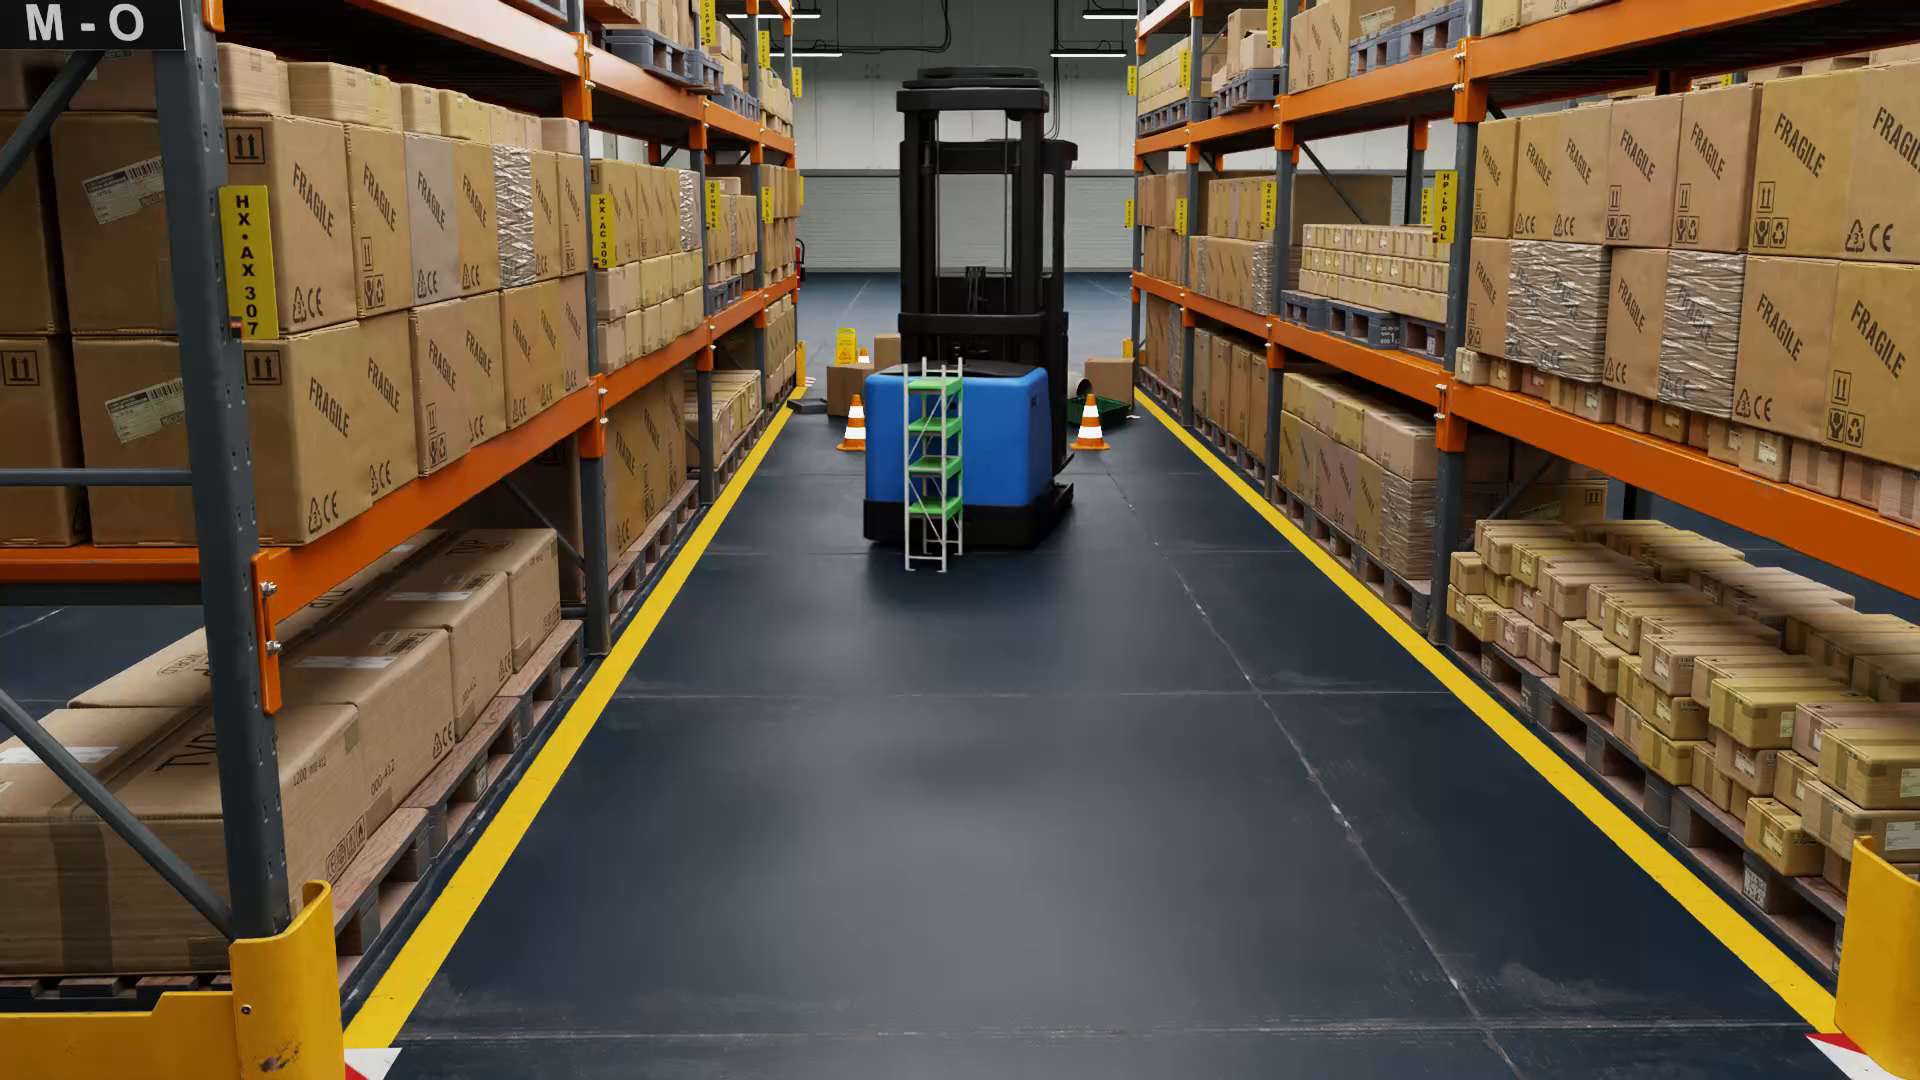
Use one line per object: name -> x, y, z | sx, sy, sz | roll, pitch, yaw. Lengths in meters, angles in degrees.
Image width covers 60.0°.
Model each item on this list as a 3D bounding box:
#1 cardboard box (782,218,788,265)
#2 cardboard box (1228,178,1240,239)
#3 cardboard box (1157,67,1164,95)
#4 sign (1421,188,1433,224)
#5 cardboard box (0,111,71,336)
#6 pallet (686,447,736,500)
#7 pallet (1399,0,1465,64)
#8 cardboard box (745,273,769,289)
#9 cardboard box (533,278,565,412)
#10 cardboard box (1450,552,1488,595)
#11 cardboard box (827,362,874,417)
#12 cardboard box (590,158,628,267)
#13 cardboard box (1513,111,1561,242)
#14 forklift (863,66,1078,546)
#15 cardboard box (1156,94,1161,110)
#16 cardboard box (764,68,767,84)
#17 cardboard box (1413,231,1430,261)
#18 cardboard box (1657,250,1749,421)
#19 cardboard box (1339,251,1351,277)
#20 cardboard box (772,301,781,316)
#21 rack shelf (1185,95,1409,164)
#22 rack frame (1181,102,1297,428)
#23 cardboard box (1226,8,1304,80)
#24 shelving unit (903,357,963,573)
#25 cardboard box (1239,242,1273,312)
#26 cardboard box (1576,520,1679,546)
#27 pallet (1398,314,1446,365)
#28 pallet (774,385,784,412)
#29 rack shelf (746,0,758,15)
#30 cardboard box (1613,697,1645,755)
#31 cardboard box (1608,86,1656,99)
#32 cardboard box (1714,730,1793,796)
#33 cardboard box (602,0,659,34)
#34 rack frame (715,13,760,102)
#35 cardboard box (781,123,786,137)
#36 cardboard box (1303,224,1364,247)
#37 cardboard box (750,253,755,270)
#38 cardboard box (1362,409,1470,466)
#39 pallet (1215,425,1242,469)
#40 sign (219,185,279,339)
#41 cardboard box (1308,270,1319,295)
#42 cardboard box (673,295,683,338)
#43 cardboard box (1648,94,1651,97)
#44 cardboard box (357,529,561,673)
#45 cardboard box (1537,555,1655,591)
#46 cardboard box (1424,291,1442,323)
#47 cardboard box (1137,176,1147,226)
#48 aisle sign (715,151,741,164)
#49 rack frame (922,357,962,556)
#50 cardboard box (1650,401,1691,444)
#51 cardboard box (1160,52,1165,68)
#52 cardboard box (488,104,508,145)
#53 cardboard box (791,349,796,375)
cardboard box -> -2.112, -3.200, 17.787 | 0.500, 0.500, 0.500 | 0, 11, -1
cardboard box -> 2.657, -2.794, 14.019 | 0.700, 0.500, 0.500 | 0, 11, -1
cardboard box -> 2.322, -4.750, 17.207 | 0.500, 0.250, 0.500 | 0, 11, -1
sign -> 3.244, -2.294, 11.607 | 0.100, 0.325, 0.005 | 0, 11, -1
cardboard box -> -2.328, -0.764, 4.014 | 0.500, 0.500, 0.500 | 0, 11, 1
pallet -> -2.260, -0.509, 12.538 | 1.003, 0.211, 1.213 | 0, 11, -1
pallet -> 2.878, -2.467, 8.102 | 1.213, 0.211, 1.003 | 0, 11, -1
cardboard box -> -2.014, -2.456, 15.754 | 0.380, 0.149, 0.250 | 0, 11, -1
cardboard box -> -1.882, -0.781, 6.612 | 0.500, 0.500, 0.500 | -1, 11, -3
cardboard box -> 2.471, 0.153, 7.625 | 0.380, 0.149, 0.250 | 0, 11, 1
cardboard box -> -0.990, -1.510, 16.740 | 0.500, 0.500, 0.500 | 9, 15, 38
cardboard box -> -1.885, -1.553, 7.903 | 0.500, 0.500, 0.500 | 0, 11, 0
cardboard box -> 2.576, -1.457, 6.681 | 0.500, 0.500, 0.500 | -1, 11, -3
forklift -> 0.193, -1.645, 11.296 | 1.130, 2.935, 3.031 | 2, 12, 11
cardboard box -> 2.255, -4.582, 17.379 | 0.380, 0.149, 0.250 | 0, 11, -1
cardboard box -> -2.039, -4.421, 15.890 | 0.380, 0.149, 0.250 | -1, 11, -3
cardboard box -> 2.571, -1.524, 8.605 | 0.380, 0.149, 0.250 | -1, 11, -3
cardboard box -> 2.574, -0.657, 5.252 | 0.500, 0.500, 0.500 | 0, 11, -1
cardboard box -> 2.537, -1.686, 10.152 | 0.380, 0.149, 0.250 | 0, 11, -1
cardboard box -> -2.034, -2.358, 16.981 | 0.380, 0.149, 0.250 | 0, 11, 2
rack shelf -> 2.660, -3.276, 13.427 | 1.077, 0.370, 4.000 | 0, 11, -1
rack frame -> 2.619, -2.556, 15.613 | 1.000, 3.000, 0.127 | 0, 11, -1
cardboard box -> 2.385, -3.879, 13.032 | 0.500, 0.500, 0.500 | 0, 11, -1
shelving unit -> -0.153, -0.451, 9.763 | 0.258, 1.200, 0.503 | 2, 12, 11
cardboard box -> 2.415, -1.997, 12.609 | 0.500, 0.500, 0.500 | 0, 11, -1
cardboard box -> 3.052, 0.004, 7.614 | 0.380, 0.149, 0.250 | 0, 11, 0
pallet -> 2.914, -1.024, 8.546 | 1.003, 0.211, 1.213 | 0, 11, -1
pallet -> -2.406, -1.525, 17.547 | 1.003, 0.211, 1.213 | 0, 11, -1
rack shelf -> -2.287, -4.509, 12.969 | 1.077, 0.370, 4.000 | 0, 11, -1
cardboard box -> 2.550, 0.660, 5.878 | 0.380, 0.149, 0.250 | 0, 11, 0
cardboard box -> 7.258, -4.965, 17.687 | 0.500, 0.500, 0.500 | 0, 11, -1
cardboard box -> 2.558, 0.668, 5.088 | 0.380, 0.149, 0.250 | -1, 11, -3
cardboard box -> -1.851, -2.900, 9.046 | 0.396, 0.266, 0.258 | 1, 11, 4
rack frame -> -2.328, -5.456, 14.818 | 1.000, 3.000, 0.127 | 0, 11, -1
cardboard box -> -2.115, -4.485, 18.212 | 0.380, 0.149, 0.250 | 0, 11, 1
cardboard box -> 2.517, -2.042, 11.157 | 0.380, 0.149, 0.250 | 0, 11, -1
cardboard box -> -2.042, -2.497, 14.899 | 0.380, 0.149, 0.250 | 0, 11, 0
cardboard box -> 2.518, -0.563, 9.136 | 0.500, 0.250, 0.500 | 0, 11, 2
pallet -> 2.738, -0.793, 13.938 | 1.003, 0.211, 1.213 | 0, 11, -1
sign -> -1.525, -0.594, 3.568 | 0.100, 0.325, 0.005 | 0, 11, -1
cardboard box -> 2.514, -1.700, 10.972 | 0.380, 0.149, 0.250 | 0, 11, 2
cardboard box -> -1.955, -1.346, 10.025 | 0.500, 0.250, 0.500 | 0, 11, -2
cardboard box -> 7.334, -4.528, 17.162 | 0.380, 0.149, 0.250 | -1, 11, -3
cardboard box -> -2.257, 0.250, 7.171 | 0.875, 0.438, 0.875 | 0, 11, -2
cardboard box -> 2.613, 0.160, 6.843 | 0.380, 0.149, 0.250 | -1, 11, -3
cardboard box -> 2.572, -1.178, 8.398 | 0.380, 0.149, 0.250 | 0, 11, -1
cardboard box -> 2.505, -3.880, 19.046 | 0.875, 0.550, 0.550 | 0, 11, -1
aisle sign -> -2.722, -4.596, 19.129 | 0.394, 0.787, 0.004 | 0, 11, -1
rack frame -> -0.106, -0.498, 9.998 | 0.240, 1.200, 0.015 | 2, 12, 11
cardboard box -> 2.617, -0.420, 5.718 | 0.380, 0.149, 0.250 | 0, 11, 0
cardboard box -> 2.261, -4.922, 17.049 | 0.380, 0.149, 0.250 | 0, 11, 0
cardboard box -> -1.882, -1.520, 6.109 | 0.380, 0.149, 0.250 | 0, 11, -2
cardboard box -> -2.125, -2.005, 18.755 | 0.500, 0.250, 0.500 | 0, 11, -1
